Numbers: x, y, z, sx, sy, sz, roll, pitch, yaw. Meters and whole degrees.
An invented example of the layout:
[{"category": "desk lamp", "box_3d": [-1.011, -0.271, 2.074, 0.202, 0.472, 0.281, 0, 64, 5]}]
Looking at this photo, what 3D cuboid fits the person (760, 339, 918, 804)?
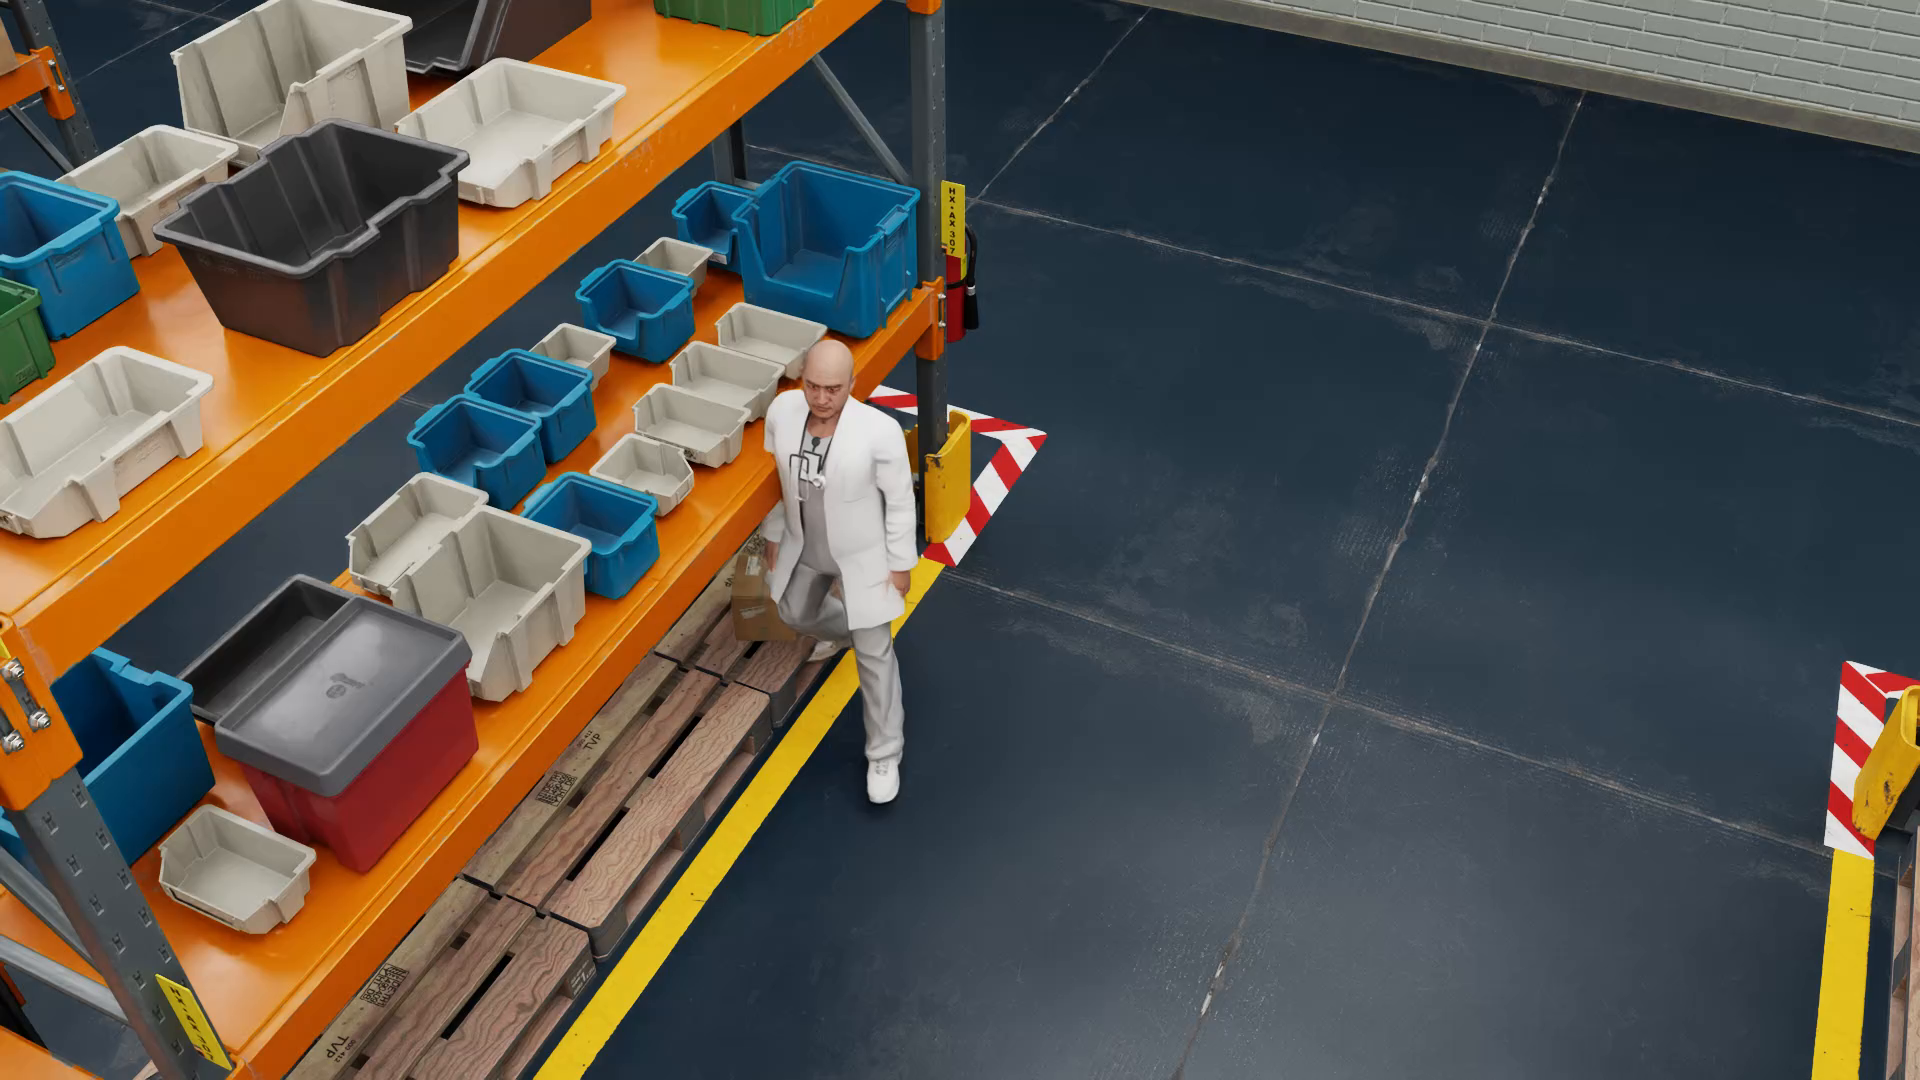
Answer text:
[{"category": "person", "box_3d": [-0.425, 0.059, 6.065, 0.736, 1.742, 0.789, 19, 45, 20]}]
